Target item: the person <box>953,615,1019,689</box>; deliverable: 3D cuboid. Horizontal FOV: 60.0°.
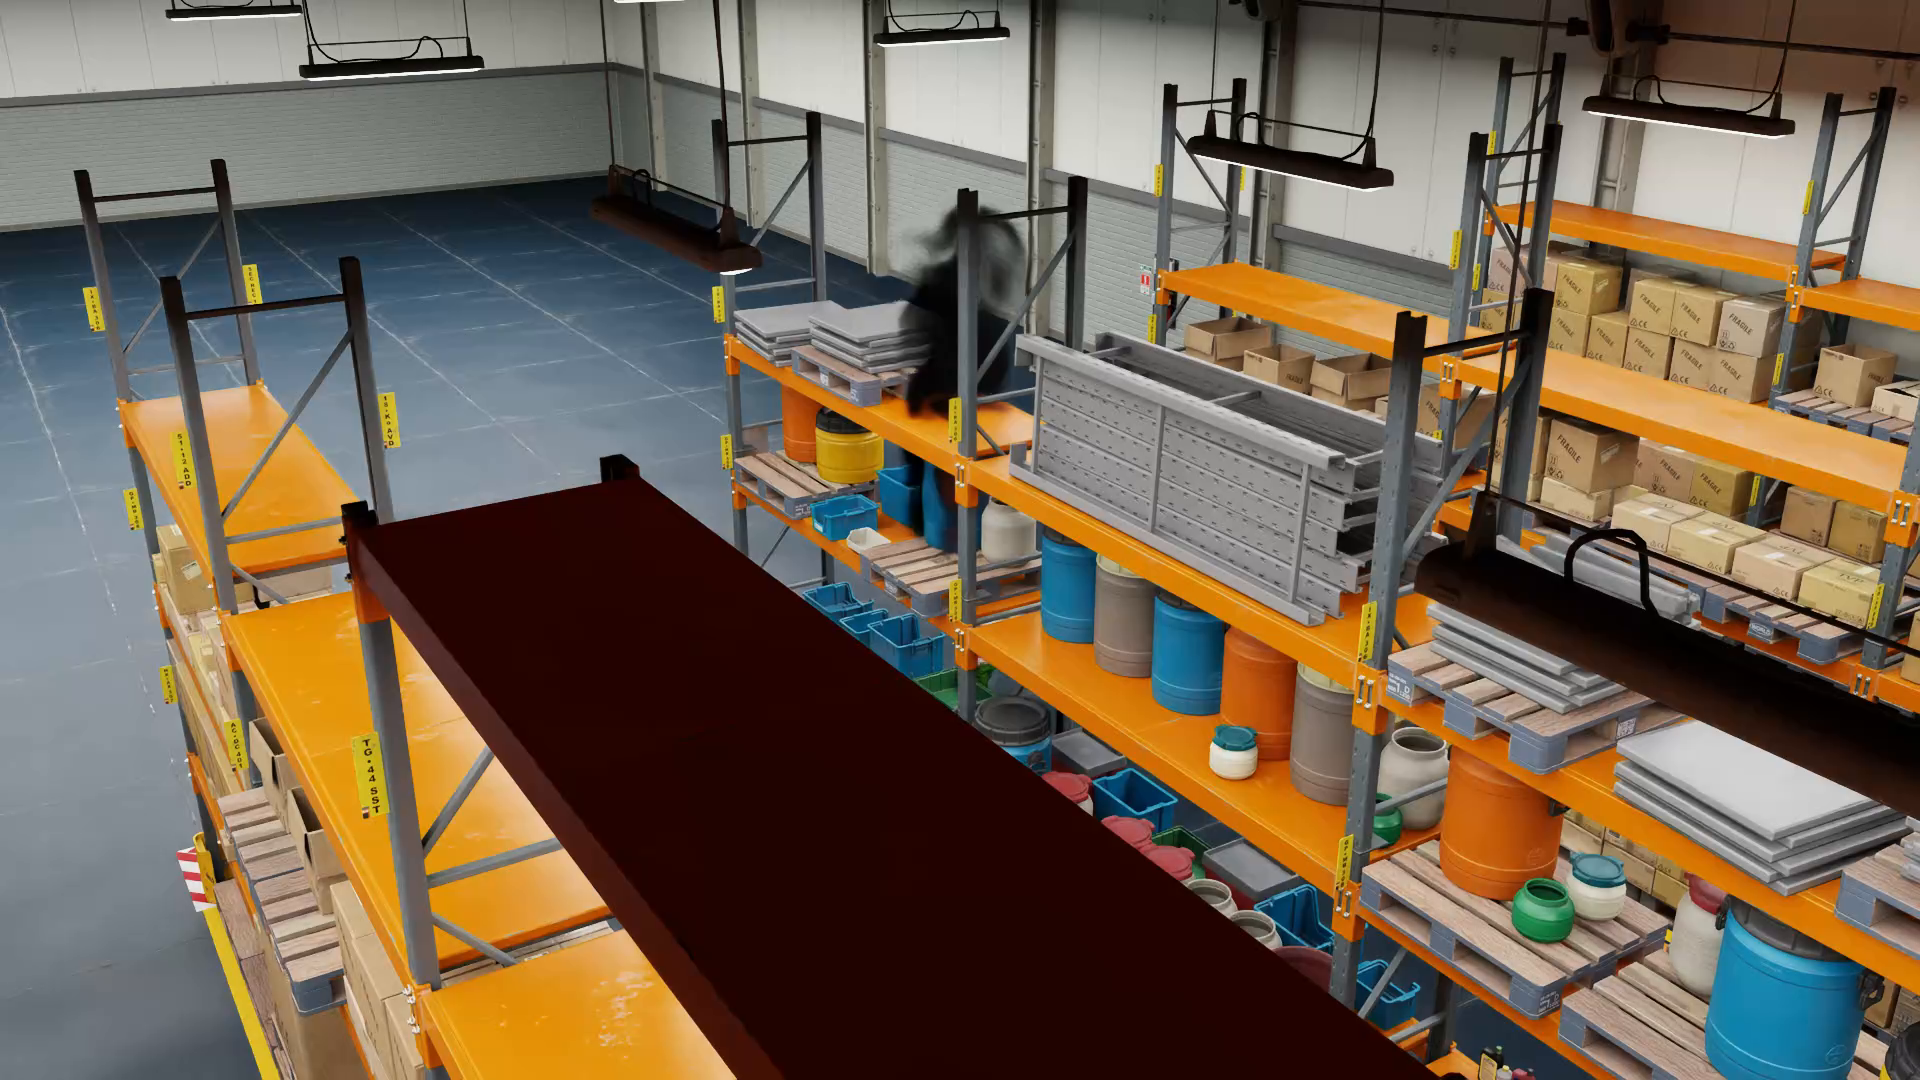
[{"bbox_3d":[0.227,1.161,16.065,0.657,1.803,0.884,-17,27,-36],"label":"person"}]
